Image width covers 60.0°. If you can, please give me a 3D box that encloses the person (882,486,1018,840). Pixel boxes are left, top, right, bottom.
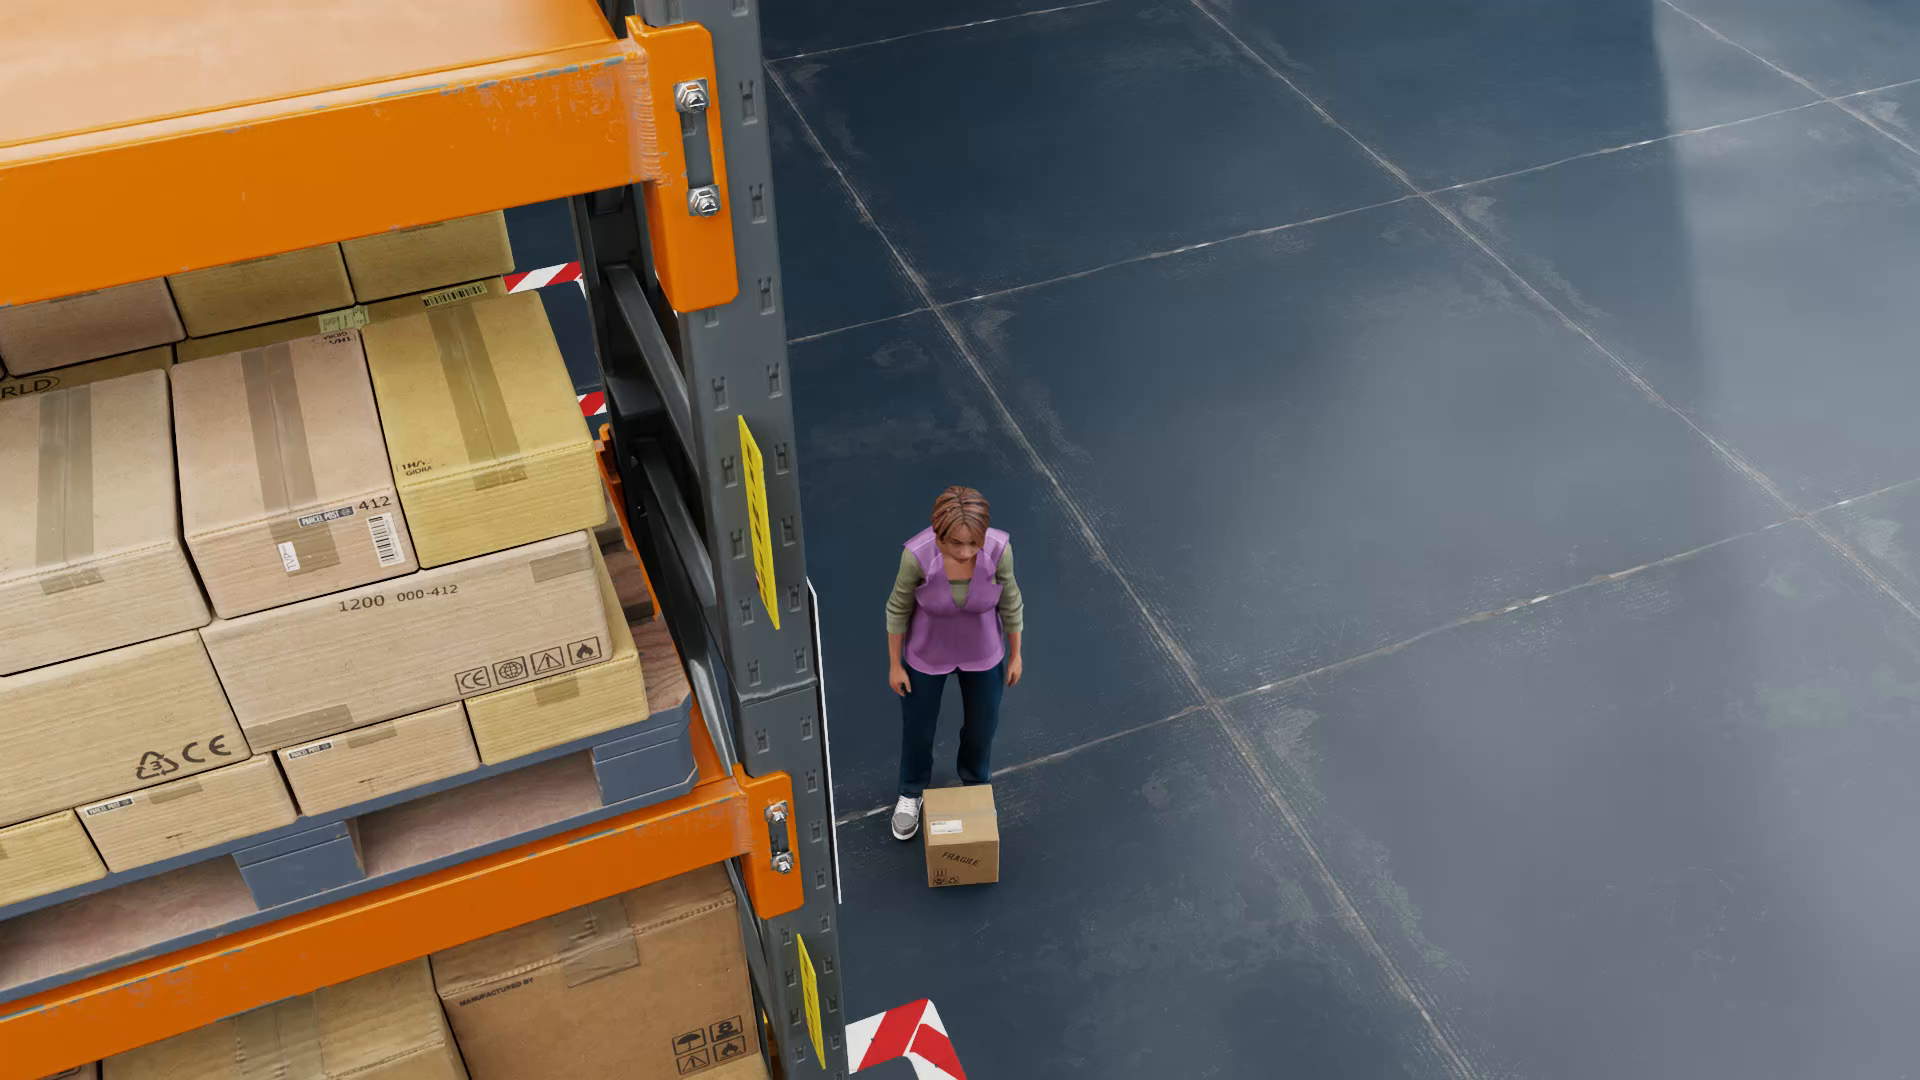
[{"bbox_3d":[-0.031,0.407,5.723,0.465,1.590,0.345,-5,43,-5],"label":"person"}]
